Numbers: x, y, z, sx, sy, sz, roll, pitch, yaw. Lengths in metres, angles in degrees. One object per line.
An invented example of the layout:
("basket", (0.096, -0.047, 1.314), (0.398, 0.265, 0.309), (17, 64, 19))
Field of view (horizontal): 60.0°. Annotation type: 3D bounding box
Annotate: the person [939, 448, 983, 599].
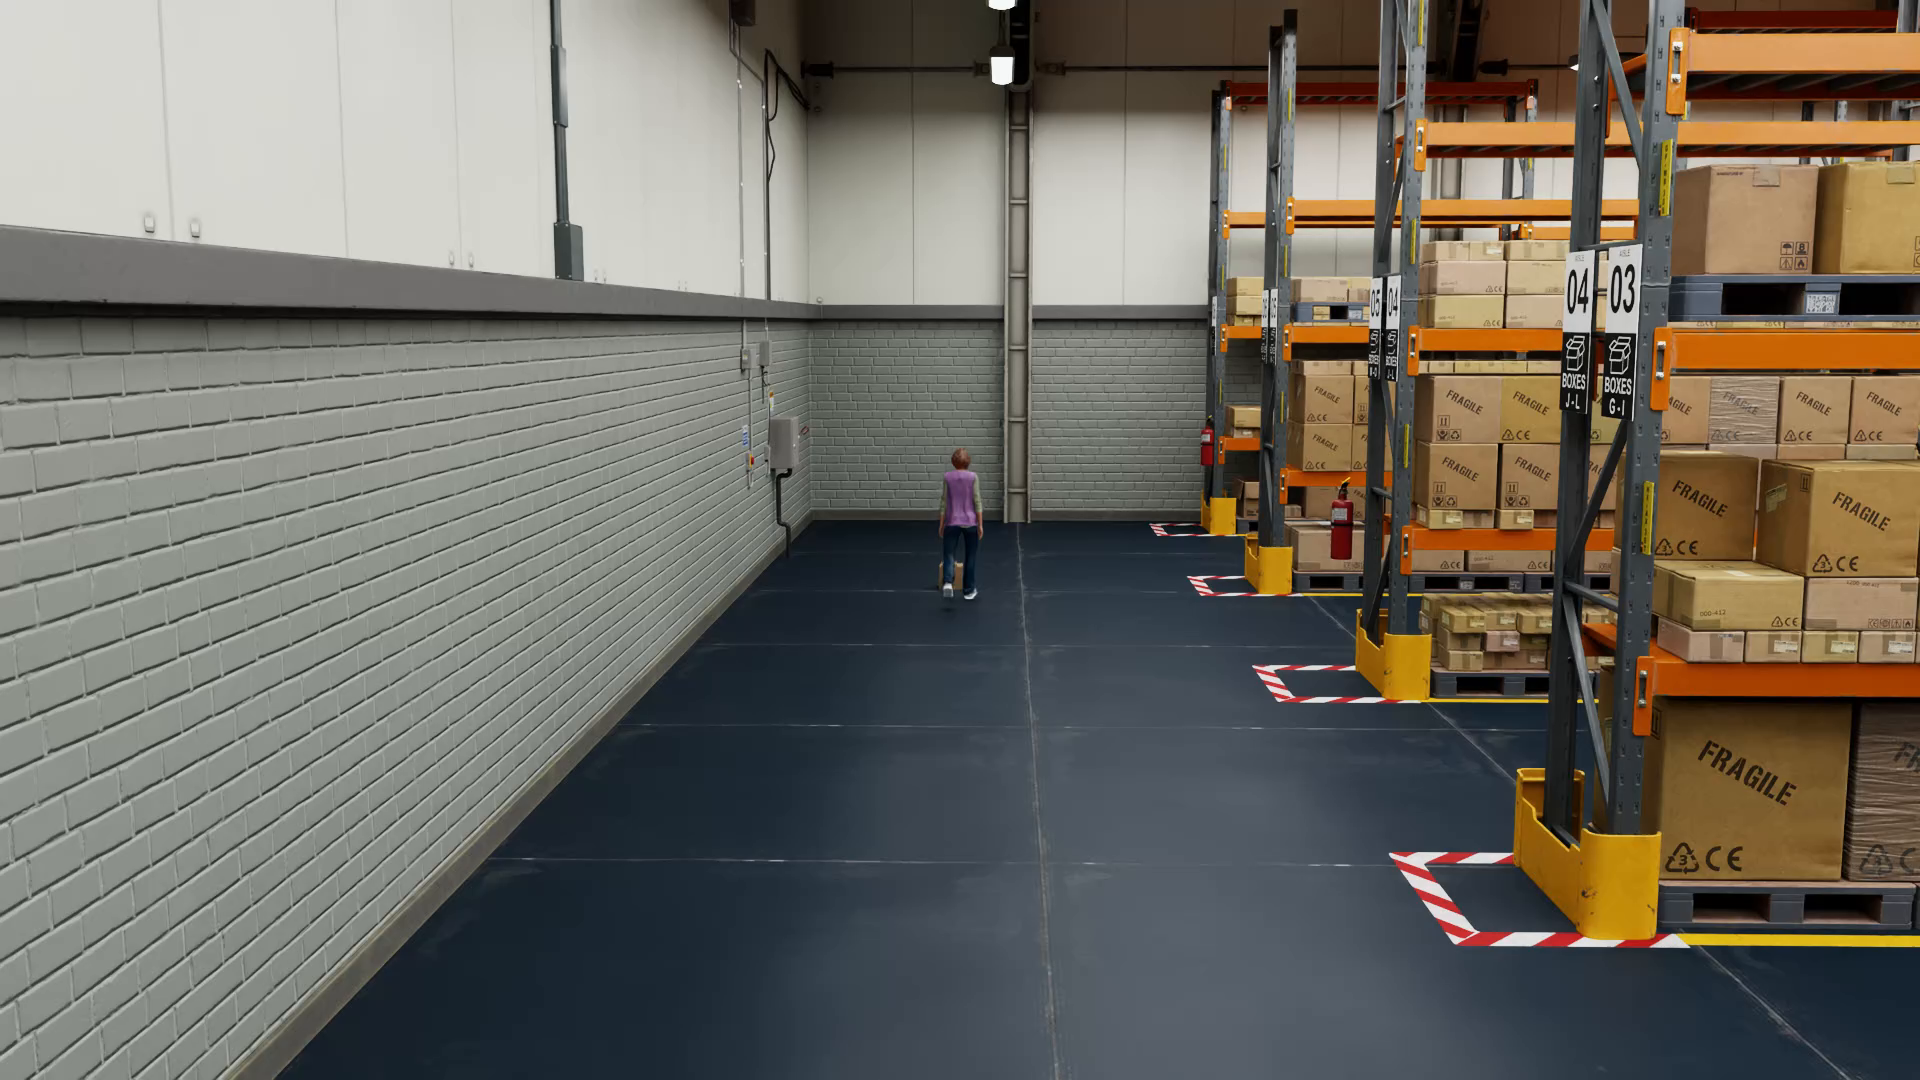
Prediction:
("person", (0.009, -0.140, 16.915), (0.453, 1.557, 0.824), (1, 7, 5))
